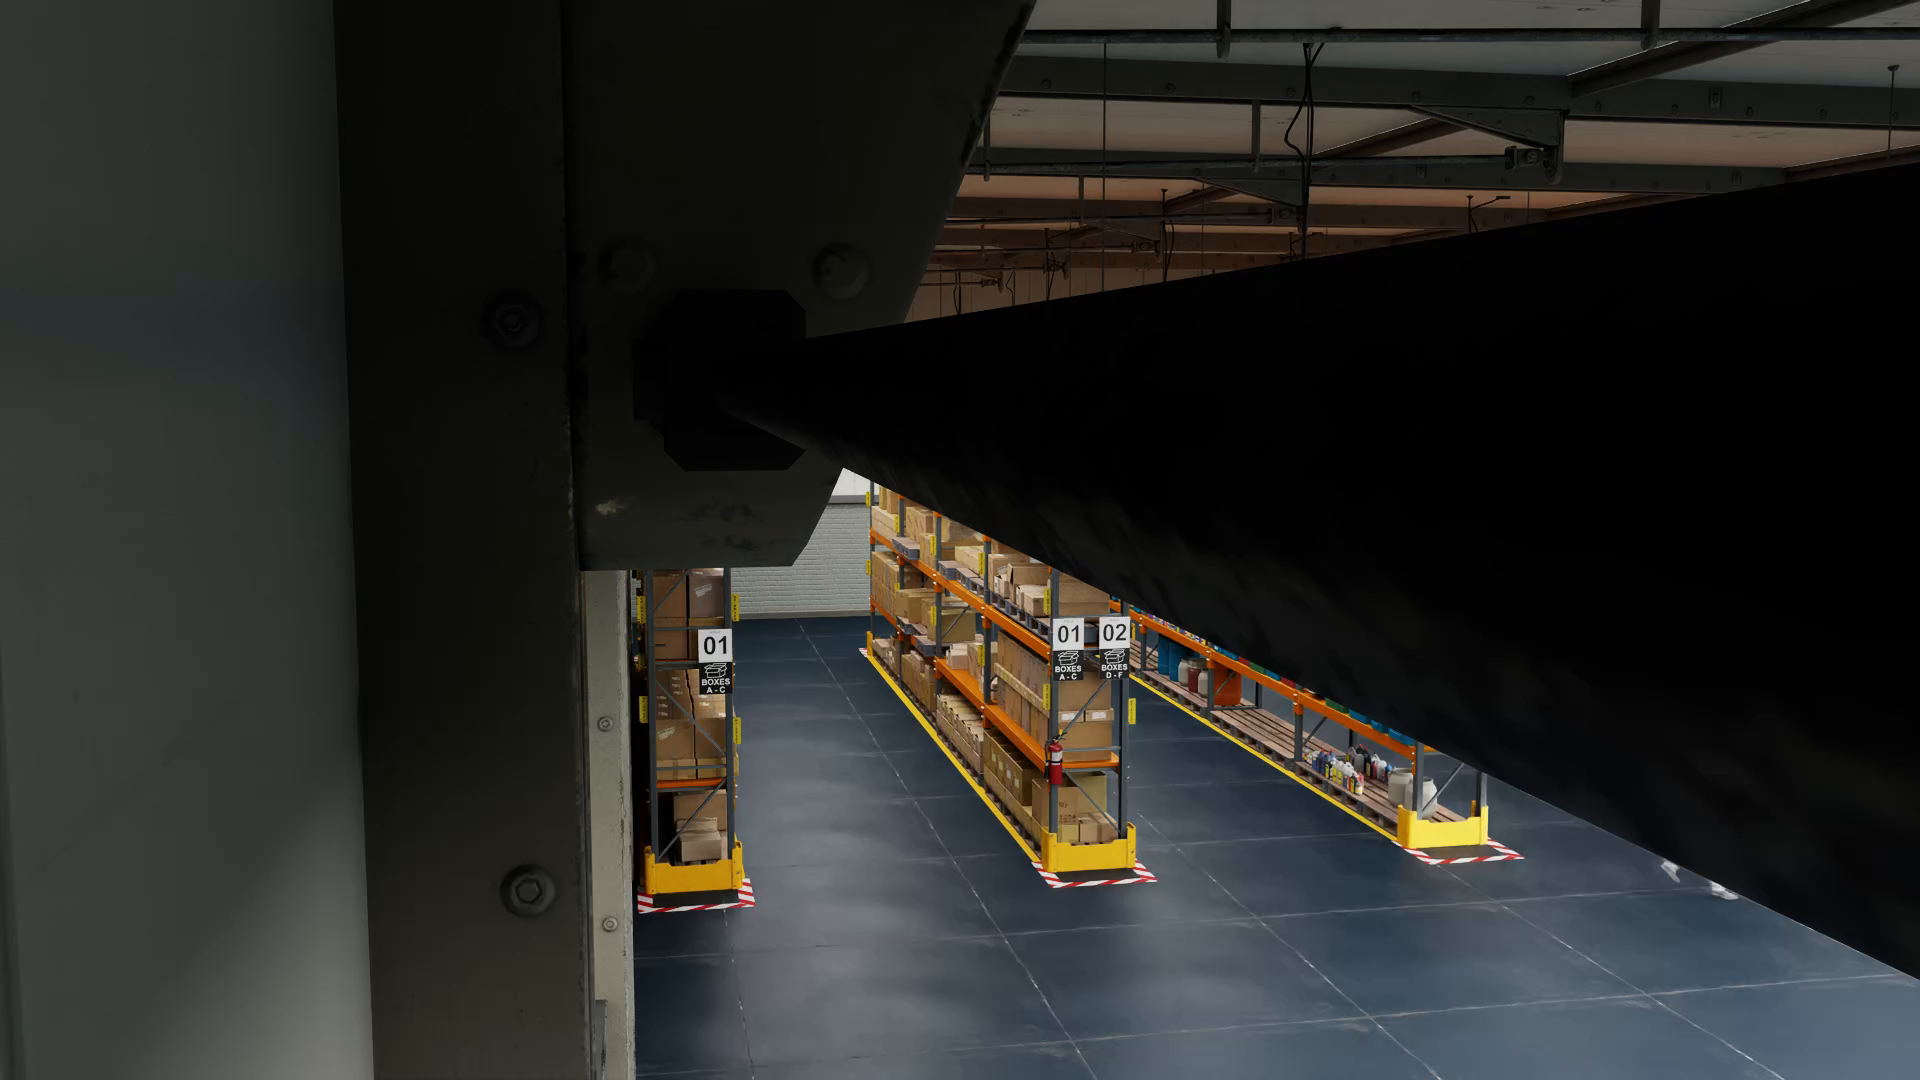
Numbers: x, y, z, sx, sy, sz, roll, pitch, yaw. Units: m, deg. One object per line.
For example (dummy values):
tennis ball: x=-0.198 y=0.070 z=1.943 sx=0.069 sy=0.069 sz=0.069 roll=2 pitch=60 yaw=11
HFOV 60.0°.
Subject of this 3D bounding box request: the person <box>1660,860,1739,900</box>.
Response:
person: x=8.876 y=3.375 z=19.895 sx=0.877 sy=1.787 sz=0.643 roll=3 pitch=6 yaw=23
